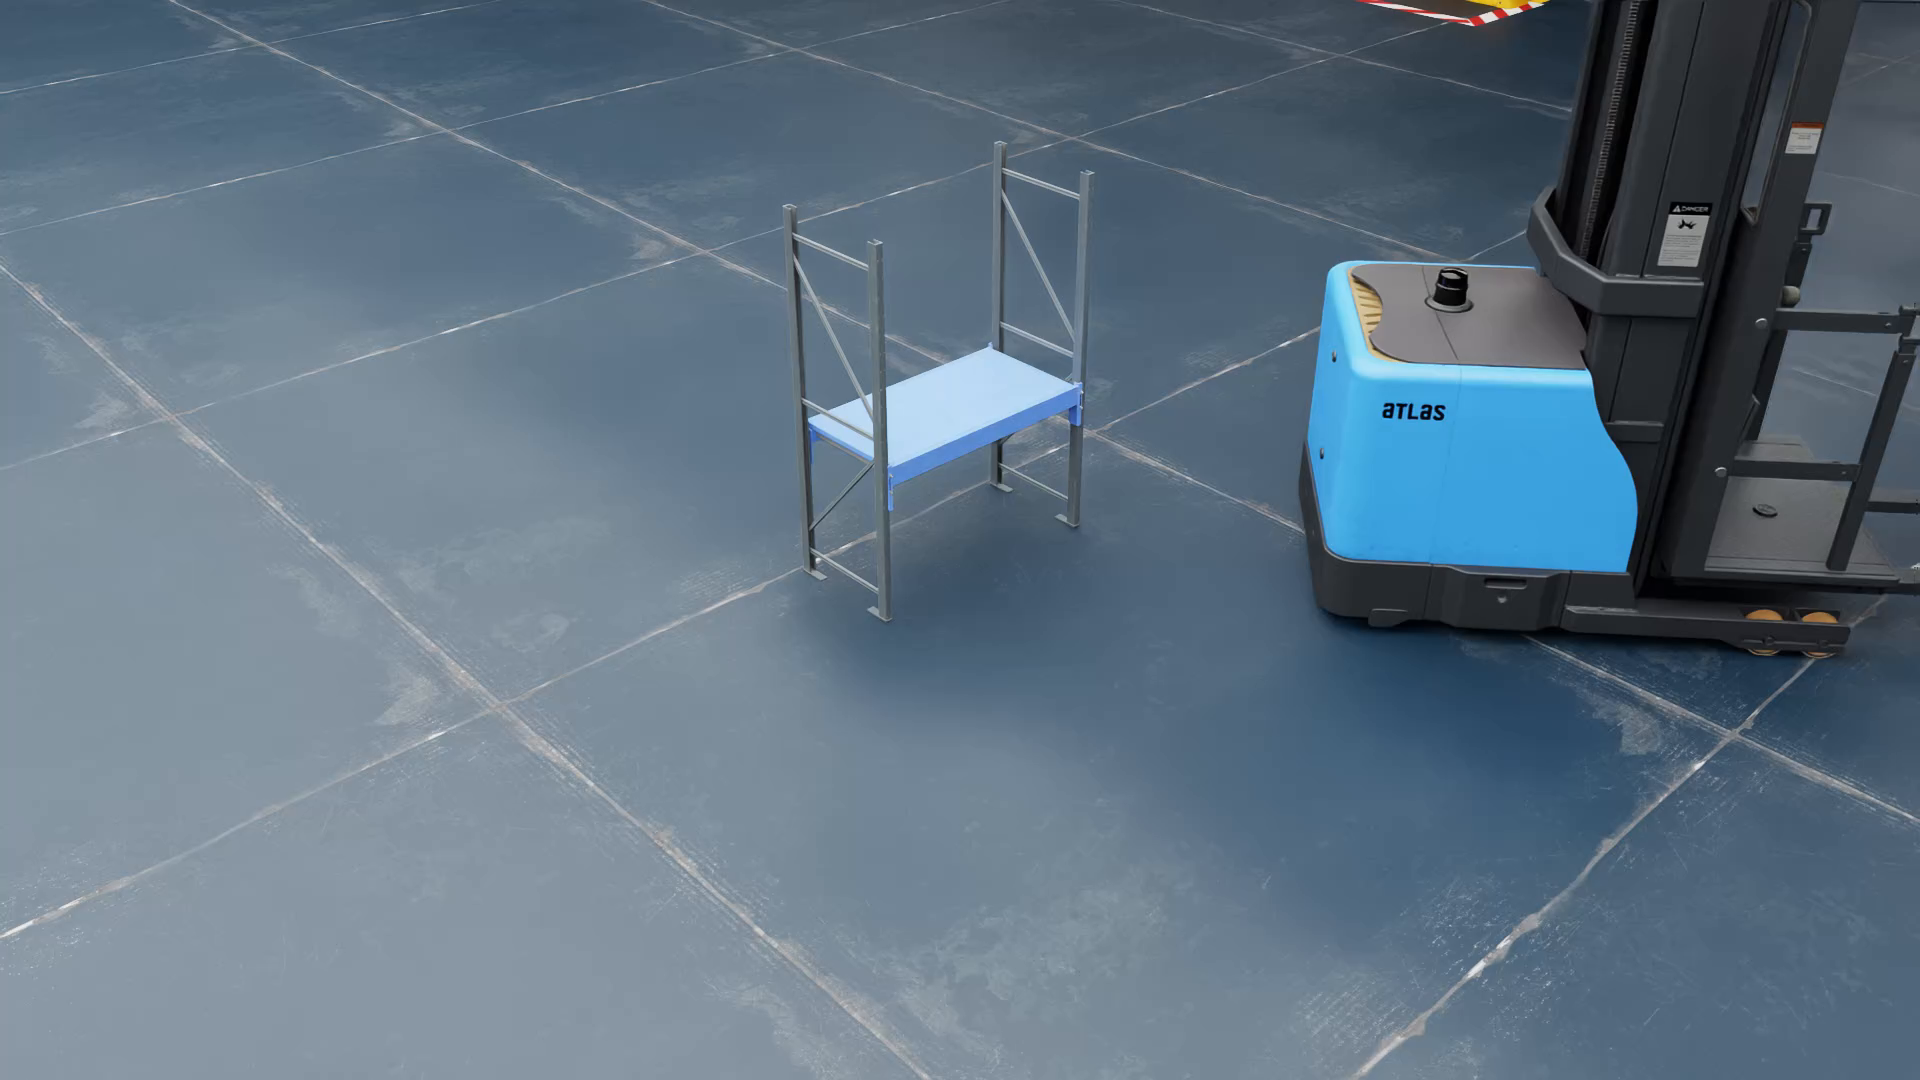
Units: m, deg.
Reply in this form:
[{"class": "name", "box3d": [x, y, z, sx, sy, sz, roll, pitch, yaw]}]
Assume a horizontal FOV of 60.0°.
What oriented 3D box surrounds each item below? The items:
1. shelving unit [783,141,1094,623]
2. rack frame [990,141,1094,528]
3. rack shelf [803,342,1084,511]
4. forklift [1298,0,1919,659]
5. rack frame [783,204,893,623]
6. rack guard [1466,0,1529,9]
[{"class": "shelving unit", "box3d": [-0.063, -0.610, 6.309, 1.048, 1.500, 0.538, -26, 40, -35]}, {"class": "rack frame", "box3d": [0.310, -0.790, 6.604, 0.032, 1.500, 0.500, -26, 40, -35]}, {"class": "rack shelf", "box3d": [-0.063, -0.456, 6.403, 1.000, 0.185, 0.538, -26, 40, -35]}, {"class": "forklift", "box3d": [2.885, -1.111, 5.757, 3.031, 2.935, 1.130, 3, 32, 5]}, {"class": "rack frame", "box3d": [-0.435, -0.429, 6.014, 0.032, 1.500, 0.500, -26, 40, -35]}, {"class": "rack guard", "box3d": [4.388, -4.995, 14.440, 0.348, 0.500, 1.175, -26, 40, -35]}]
